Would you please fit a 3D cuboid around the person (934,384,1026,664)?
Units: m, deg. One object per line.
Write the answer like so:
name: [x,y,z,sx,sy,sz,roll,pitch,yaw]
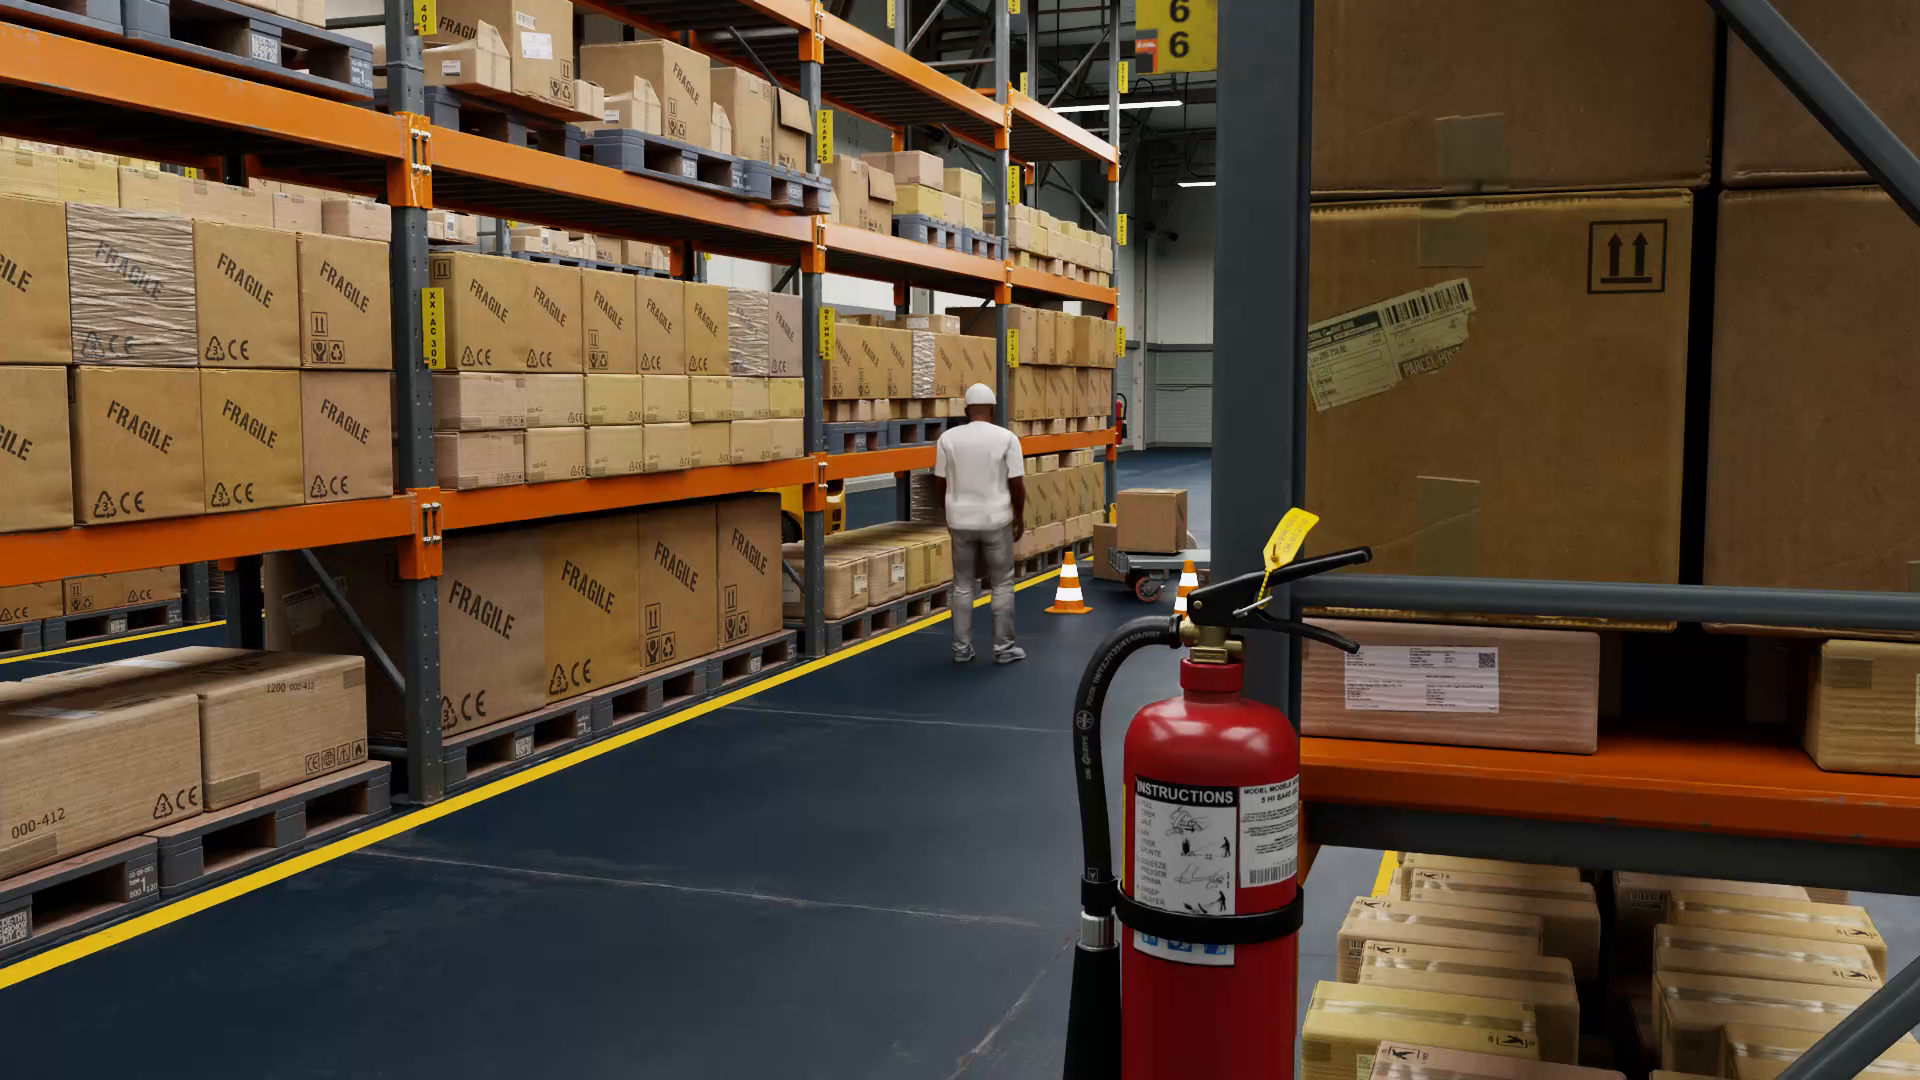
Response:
person: [0.129,-0.106,10.548,0.583,1.766,0.422,1,5,14]
